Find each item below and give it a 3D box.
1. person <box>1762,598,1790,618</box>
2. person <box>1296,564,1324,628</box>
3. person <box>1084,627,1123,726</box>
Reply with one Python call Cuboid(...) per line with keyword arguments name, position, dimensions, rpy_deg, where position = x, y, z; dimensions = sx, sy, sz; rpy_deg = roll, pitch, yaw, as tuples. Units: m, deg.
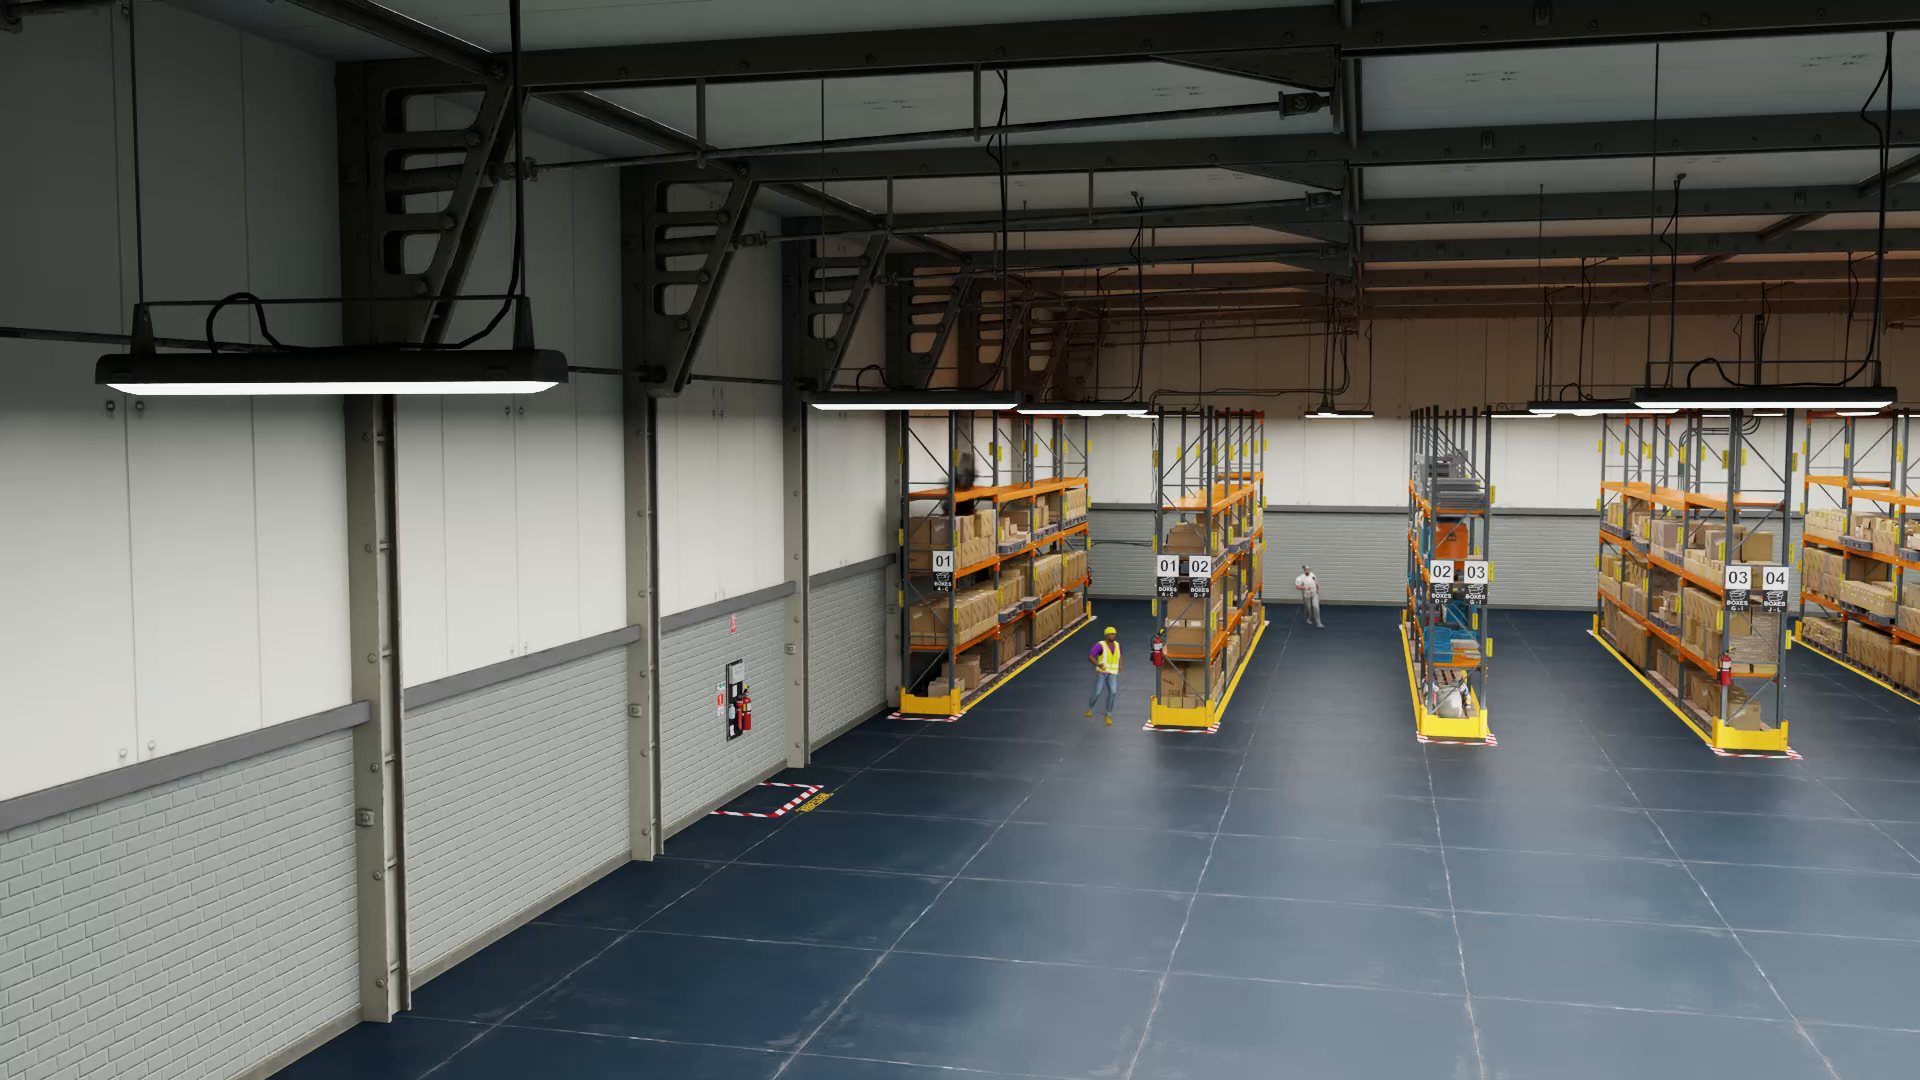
Cuboid(name="person", position=(20.033, 1.967, 40.885), dimensions=(0.706, 1.680, 0.654), rpy_deg=(1, 4, 17))
Cuboid(name="person", position=(9.650, 1.526, 46.216), dimensions=(0.685, 1.731, 0.976), rpy_deg=(-1, 4, -9))
Cuboid(name="person", position=(2.767, 2.528, 31.189), dimensions=(0.758, 1.781, 0.832), rpy_deg=(-1, 4, -17))
